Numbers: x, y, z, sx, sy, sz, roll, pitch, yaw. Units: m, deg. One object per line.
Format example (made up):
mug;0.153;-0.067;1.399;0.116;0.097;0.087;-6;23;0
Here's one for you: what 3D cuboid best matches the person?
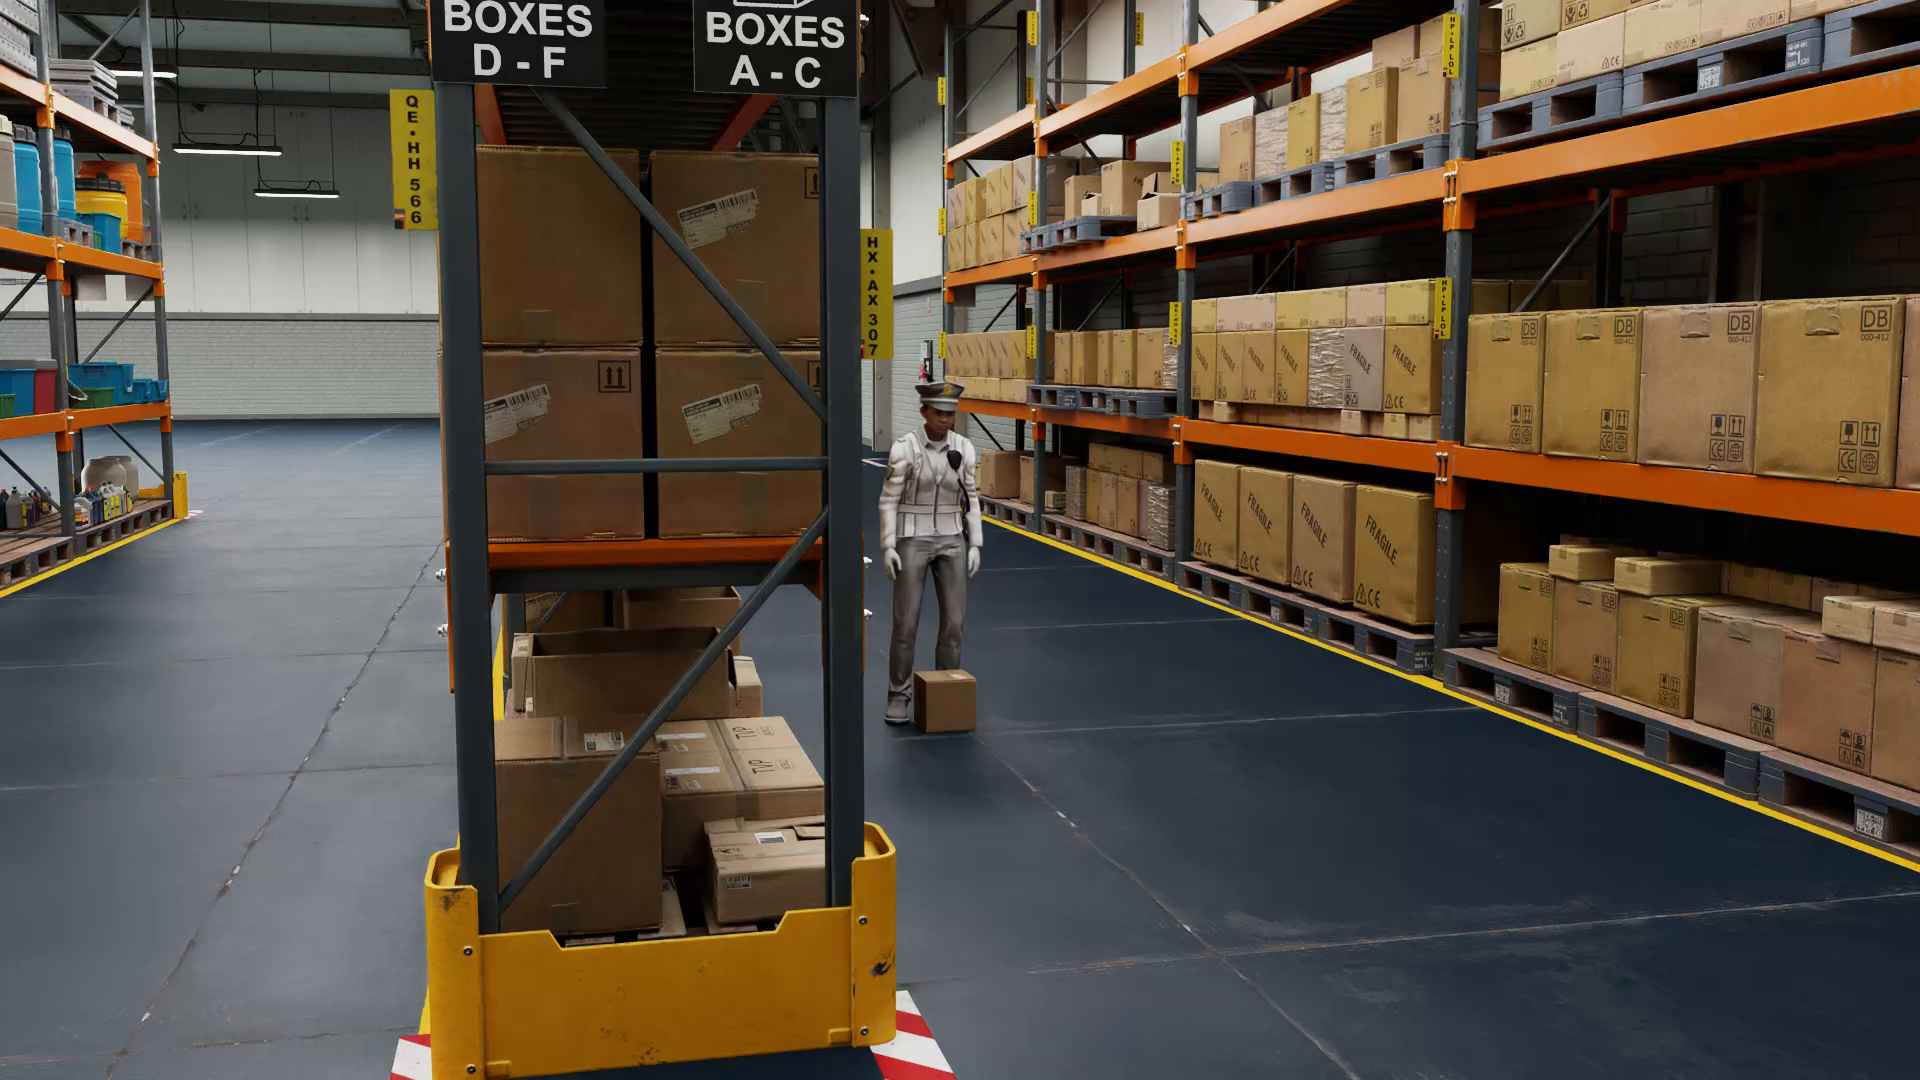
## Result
person;-0.132;0.053;8.186;0.530;1.661;0.414;-2;6;-16
